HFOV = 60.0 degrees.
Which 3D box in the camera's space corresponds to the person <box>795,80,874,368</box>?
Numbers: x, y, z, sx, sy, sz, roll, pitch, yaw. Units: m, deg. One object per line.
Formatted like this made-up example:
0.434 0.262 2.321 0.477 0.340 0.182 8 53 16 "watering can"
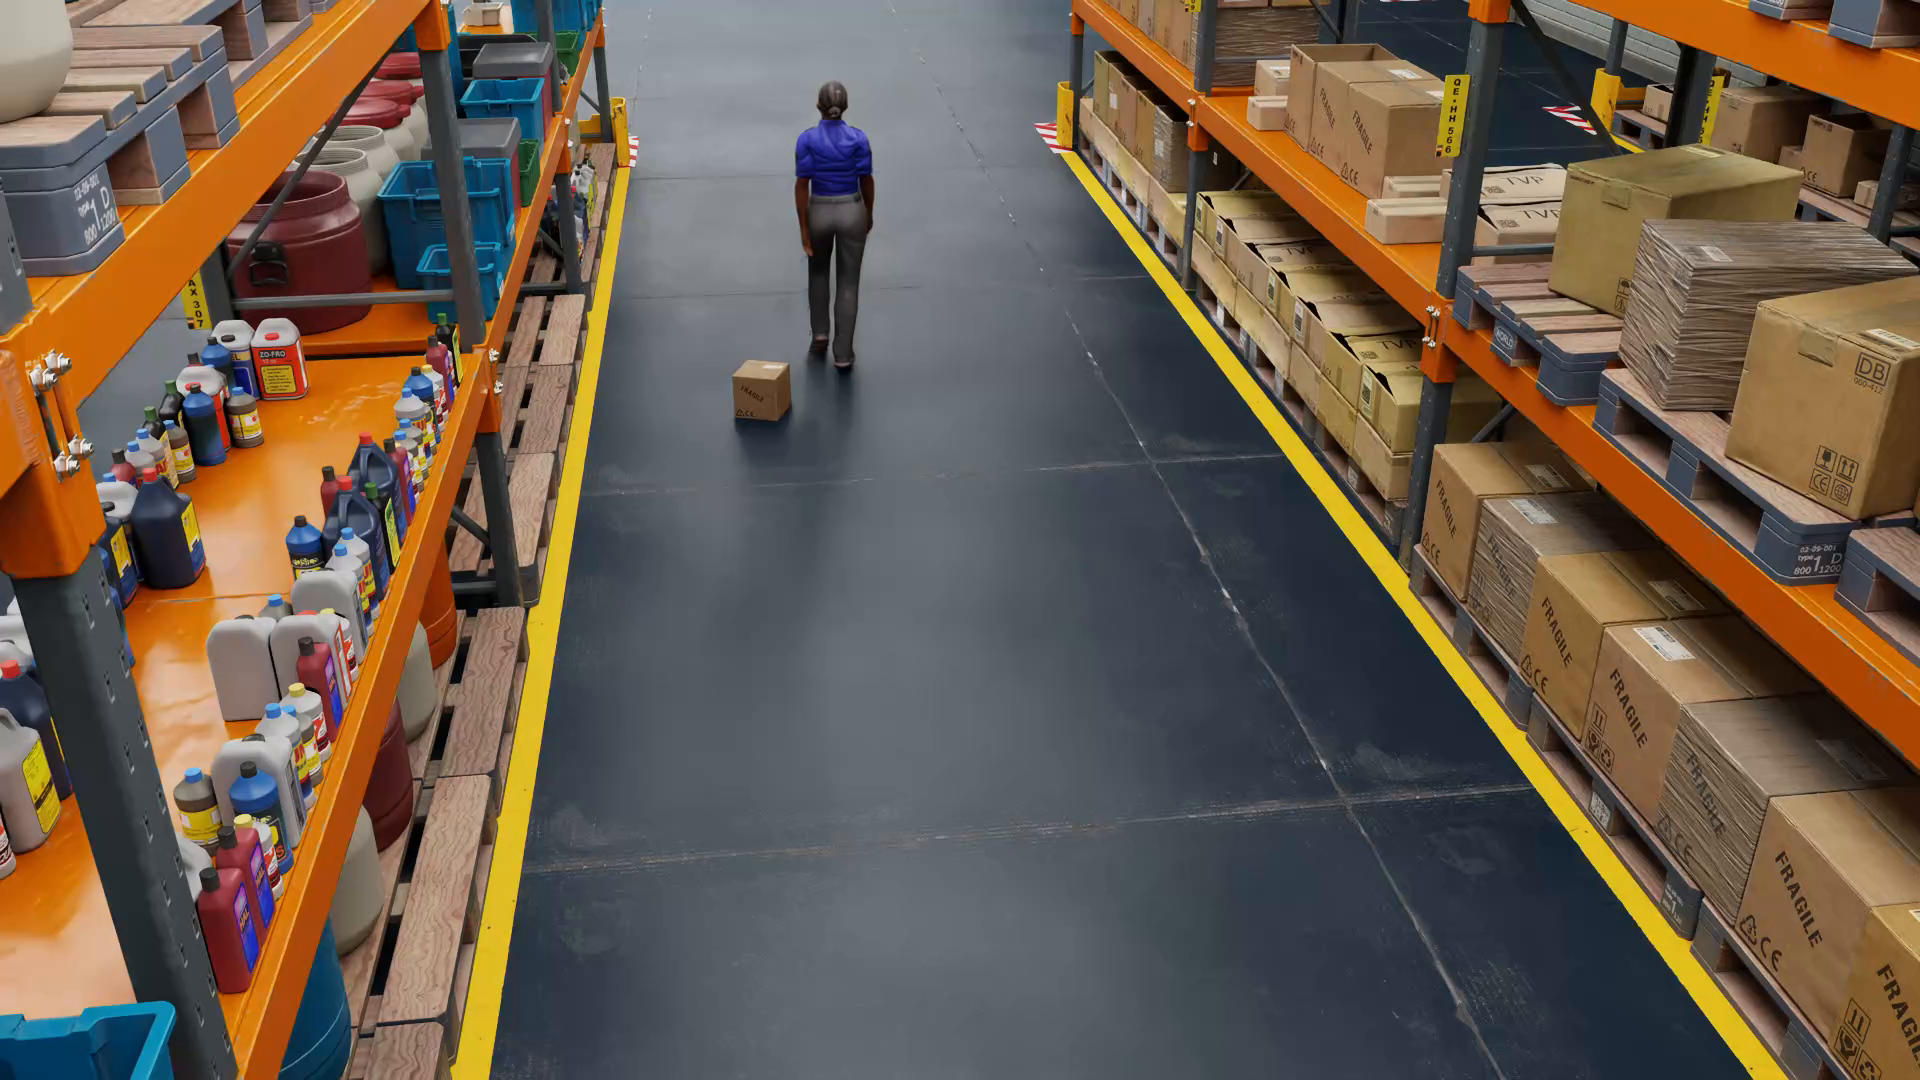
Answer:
-0.717 -1.823 9.700 0.441 1.723 0.623 1 27 1 "person"
